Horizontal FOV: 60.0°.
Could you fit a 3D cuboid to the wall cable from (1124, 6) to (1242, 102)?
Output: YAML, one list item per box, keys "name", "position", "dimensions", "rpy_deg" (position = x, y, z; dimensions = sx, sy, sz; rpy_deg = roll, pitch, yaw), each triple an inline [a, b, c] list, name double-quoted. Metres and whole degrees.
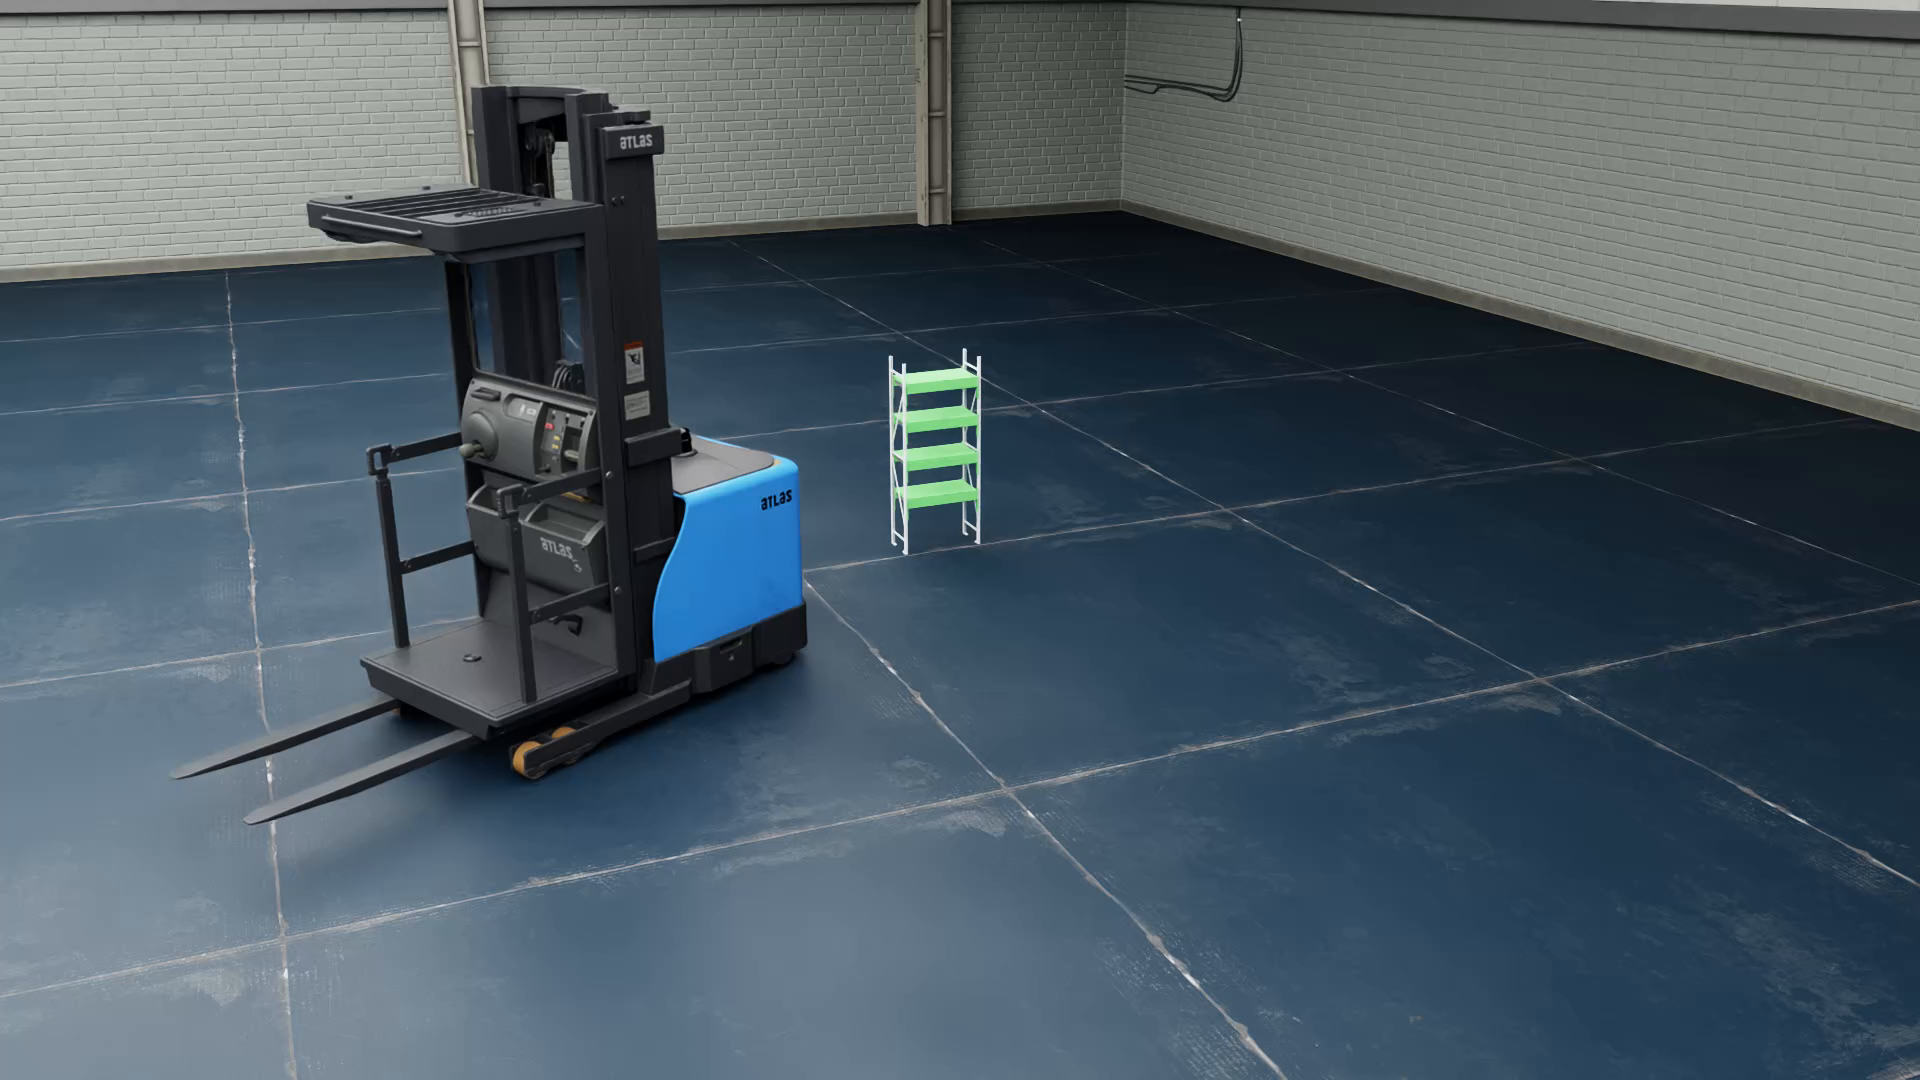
- name: "wall cable"
  position: [2.876, -7.118, 21.865]
  dimensions: [0.112, 2.526, 3.097]
  rpy_deg: [-8, 21, -22]

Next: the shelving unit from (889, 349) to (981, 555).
- name: "shelving unit"
  position: [-0.152, -0.544, 10.261]
  dimensions: [0.503, 1.200, 0.258]
  rpy_deg: [-8, 21, -22]

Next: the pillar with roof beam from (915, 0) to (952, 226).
- name: "pillar with roof beam"
  position: [1.352, -7.286, 17.665]
  dimensions: [0.400, 9.000, 9.100]
  rpy_deg: [-8, 21, -22]

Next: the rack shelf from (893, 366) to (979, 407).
- name: "rack shelf"
  position: [-0.152, -0.937, 10.123]
  dimensions: [0.480, 0.148, 0.258]
  rpy_deg: [-8, 21, -22]

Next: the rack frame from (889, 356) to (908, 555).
- name: "rack frame"
  position: [-0.376, -0.512, 10.170]
  dimensions: [0.015, 1.200, 0.240]
  rpy_deg: [-8, 21, -22]

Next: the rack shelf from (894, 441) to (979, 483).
- name: "rack shelf"
  position: [-0.152, -0.484, 10.282]
  dimensions: [0.480, 0.148, 0.258]
  rpy_deg: [-8, 21, -22]

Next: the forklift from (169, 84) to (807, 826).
- name: "forklift"
  position: [-2.128, -0.496, 7.517]
  dimensions: [1.130, 2.935, 3.031]
  rpy_deg: [15, 25, 37]

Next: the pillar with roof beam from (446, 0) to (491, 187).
- name: "pillar with roof beam"
  position: [-4.157, -6.497, 15.423]
  dimensions: [0.400, 9.000, 9.100]
  rpy_deg: [-8, 21, -22]

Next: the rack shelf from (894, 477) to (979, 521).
- name: "rack shelf"
  position: [-0.152, -0.258, 10.362]
  dimensions: [0.480, 0.148, 0.258]
  rpy_deg: [-8, 21, -22]

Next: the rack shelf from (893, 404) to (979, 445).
- name: "rack shelf"
  position: [-0.152, -0.710, 10.202]
  dimensions: [0.480, 0.148, 0.258]
  rpy_deg: [-8, 21, -22]

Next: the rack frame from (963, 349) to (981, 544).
- name: "rack frame"
  position: [0.072, -0.576, 10.352]
  dimensions: [0.015, 1.200, 0.240]
  rpy_deg: [-8, 21, -22]
